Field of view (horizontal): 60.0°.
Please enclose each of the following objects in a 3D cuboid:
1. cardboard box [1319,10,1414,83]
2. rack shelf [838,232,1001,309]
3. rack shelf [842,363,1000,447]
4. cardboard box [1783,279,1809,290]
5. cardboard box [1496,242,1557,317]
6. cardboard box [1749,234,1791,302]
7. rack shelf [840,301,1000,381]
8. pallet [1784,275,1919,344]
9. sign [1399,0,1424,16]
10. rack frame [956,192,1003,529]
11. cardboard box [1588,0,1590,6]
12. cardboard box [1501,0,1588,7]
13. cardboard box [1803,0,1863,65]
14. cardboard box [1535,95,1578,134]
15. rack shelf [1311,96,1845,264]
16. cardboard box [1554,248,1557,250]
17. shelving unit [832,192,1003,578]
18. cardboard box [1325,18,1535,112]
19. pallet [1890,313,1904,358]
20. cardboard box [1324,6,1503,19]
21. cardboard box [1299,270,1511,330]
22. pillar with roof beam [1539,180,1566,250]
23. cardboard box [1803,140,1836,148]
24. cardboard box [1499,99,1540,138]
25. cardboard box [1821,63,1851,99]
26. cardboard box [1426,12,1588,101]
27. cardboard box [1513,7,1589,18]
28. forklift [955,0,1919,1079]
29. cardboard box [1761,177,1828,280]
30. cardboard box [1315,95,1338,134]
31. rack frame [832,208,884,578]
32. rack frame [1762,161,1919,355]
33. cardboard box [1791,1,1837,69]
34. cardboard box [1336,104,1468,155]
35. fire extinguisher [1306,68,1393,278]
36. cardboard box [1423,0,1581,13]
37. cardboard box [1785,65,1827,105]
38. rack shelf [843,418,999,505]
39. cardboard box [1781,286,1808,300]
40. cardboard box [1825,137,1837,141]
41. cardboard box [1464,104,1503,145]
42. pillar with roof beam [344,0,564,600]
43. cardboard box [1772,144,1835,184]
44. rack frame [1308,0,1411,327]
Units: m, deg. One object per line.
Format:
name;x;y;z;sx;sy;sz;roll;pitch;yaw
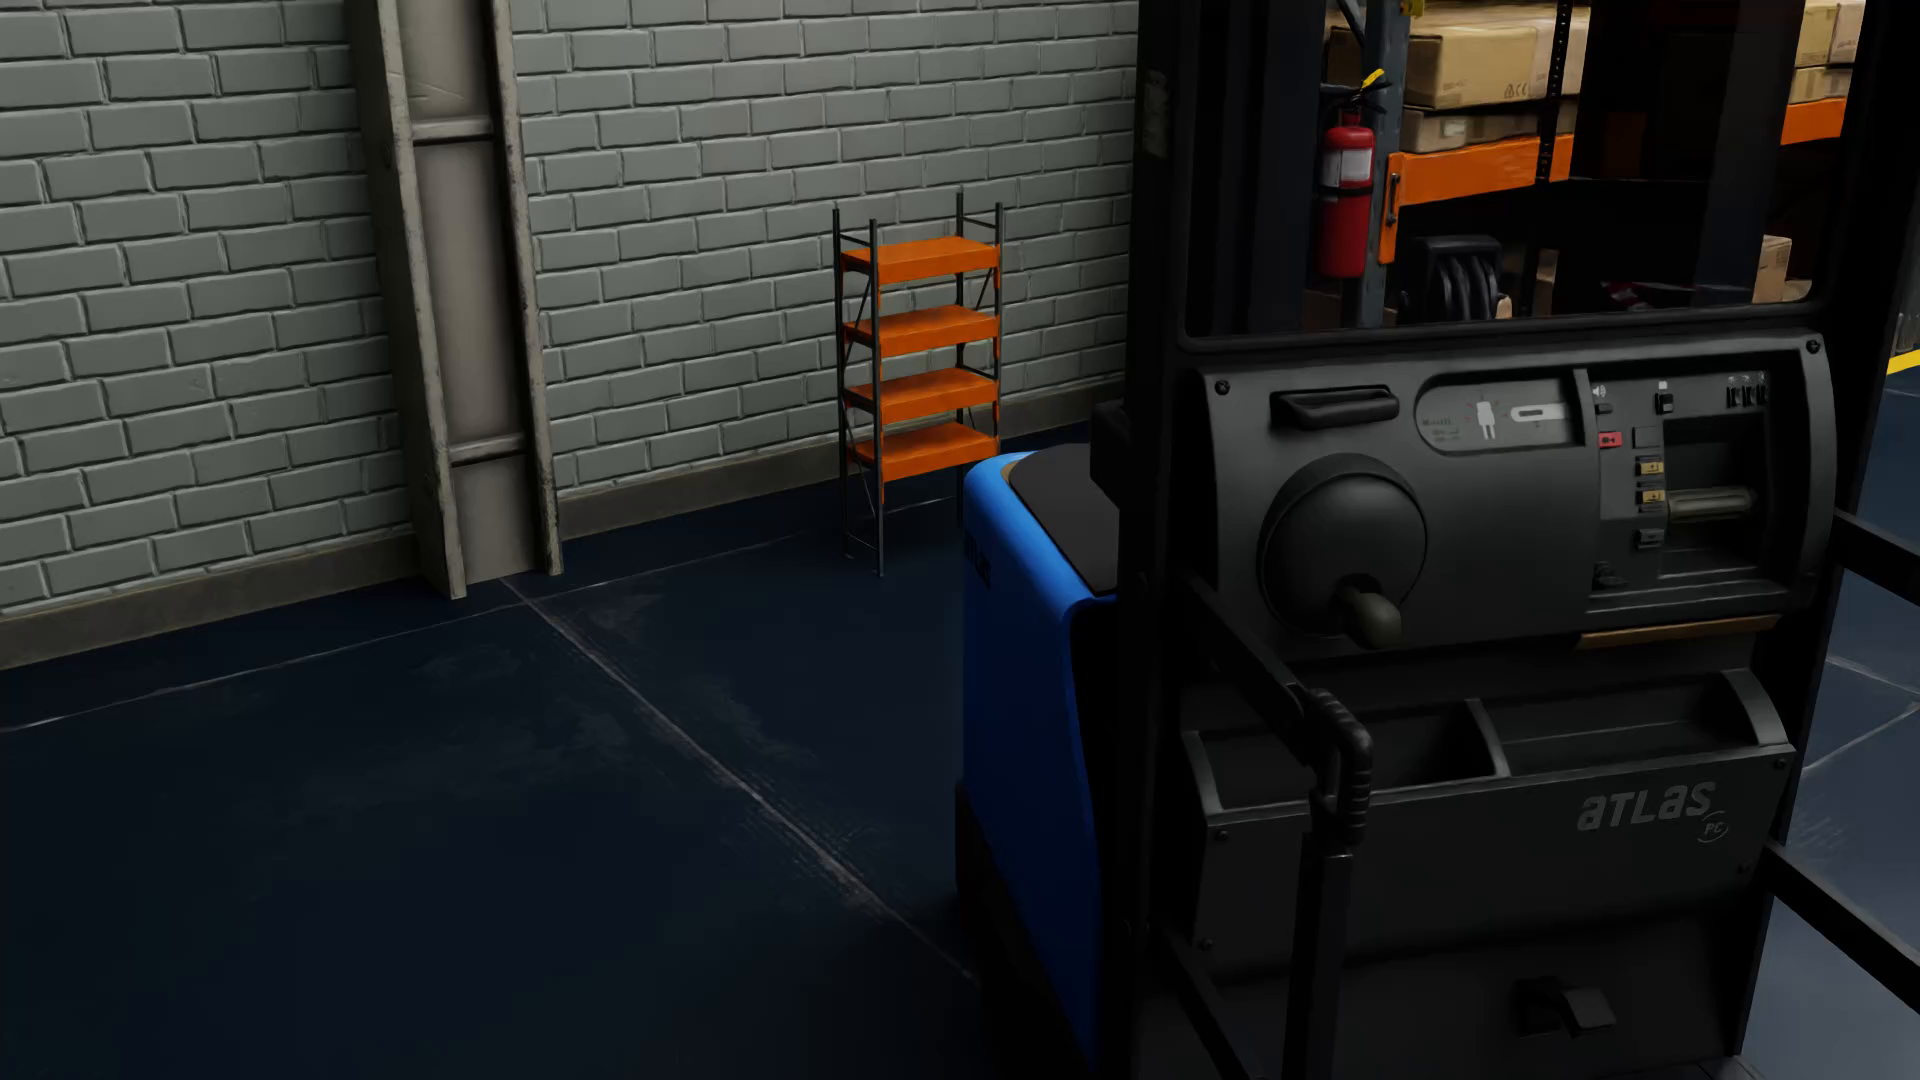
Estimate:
cardboard box;1.347;-1.847;6.279;0.500;0.250;0.500;-14;26;-31
rack shelf;-0.134;-0.886;5.439;0.480;0.148;0.258;-15;26;-33
rack shelf;-0.134;-0.459;5.609;0.480;0.148;0.258;-15;26;-33
cardboard box;4.095;-1.127;7.953;0.250;0.149;0.380;-16;27;-34
cardboard box;2.397;-0.910;6.937;0.500;0.500;0.700;-14;26;-31
cardboard box;3.240;-1.135;7.500;0.500;0.500;0.700;-16;27;-35
rack shelf;-0.134;-0.667;5.526;0.480;0.148;0.258;-15;26;-33
pallet;5.014;-1.357;9.013;1.213;0.211;1.003;-15;26;-33
sign;1.446;-1.838;5.287;0.005;0.325;0.100;-15;26;-33
rack frame;0.064;-0.574;5.717;0.015;1.200;0.240;-15;26;-33
cardboard box;2.872;-2.358;6.547;0.500;0.500;0.500;-14;26;-32
cardboard box;2.596;-2.177;7.106;0.500;0.250;0.500;-15;26;-33
cardboard box;3.707;-2.237;7.256;0.500;0.250;0.500;-15;26;-33
cardboard box;2.169;-1.644;6.307;0.250;0.149;0.380;-14;26;-31
rack shelf;2.752;-1.698;7.075;4.000;0.370;1.077;-15;26;-33
cardboard box;2.885;-0.995;7.148;0.500;0.500;0.500;-14;26;-32
shelving unit;-0.134;-0.521;5.584;0.503;1.200;0.258;-15;26;-33
cardboard box;1.654;-1.685;5.872;0.500;0.250;0.500;-15;26;-33
pallet;3.818;-1.021;8.171;1.213;0.211;1.003;-15;26;-33
cardboard box;1.766;-1.958;6.558;0.500;0.250;0.500;-15;26;-33
cardboard box;1.680;-0.739;6.502;0.637;0.503;0.797;-16;27;-35
pillar with roof beam;5.798;-4.077;3.971;0.400;9.000;9.100;-15;26;-33
cardboard box;4.716;-2.025;8.855;0.250;0.149;0.380;-15;26;-33
cardboard box;1.928;-1.607;6.216;0.250;0.149;0.380;-15;26;-34
cardboard box;3.640;-2.028;7.271;0.250;0.149;0.380;-14;26;-31
cardboard box;2.063;-1.794;6.146;0.500;0.250;0.500;-15;26;-32
cardboard box;2.473;-1.905;6.423;0.500;0.250;0.500;-16;26;-34
forklift;0.824;-0.051;2.069;1.130;2.935;3.031;-5;22;-12
cardboard box;4.601;-1.694;8.901;0.500;0.500;0.500;-15;26;-33
cardboard box;1.241;-1.635;6.285;0.250;0.149;0.380;-15;26;-33
rack frame;-0.332;-0.469;5.452;0.015;1.200;0.240;-15;26;-33
rack frame;4.376;-2.465;8.026;0.127;3.000;1.000;-15;26;-33
cardboard box;3.294;-2.133;6.995;0.500;0.250;0.500;-15;26;-33
cardboard box;1.556;-1.471;5.875;0.250;0.149;0.380;-15;26;-33
fire extinguisher;1.279;-1.219;5.512;0.183;0.674;0.296;-15;26;-33
cardboard box;2.171;-2.064;6.823;0.500;0.250;0.500;-14;26;-31
cardboard box;3.449;-1.964;7.111;0.250;0.149;0.380;-15;26;-34
rack shelf;-0.134;-0.275;5.683;0.480;0.148;0.258;-15;26;-33
cardboard box;3.805;-1.104;7.738;0.258;0.266;0.396;-14;26;-31
cardboard box;4.909;-2.080;8.993;0.250;0.149;0.380;-15;26;-32
cardboard box;1.735;-1.540;6.047;0.250;0.149;0.380;-14;26;-32
pillar with roof beam;0.928;-2.778;0.716;0.400;9.000;9.100;-15;26;-33
cardboard box;4.506;-1.967;8.708;0.250;0.149;0.380;-16;27;-35
rack frame;1.129;-1.599;5.856;0.127;3.000;1.000;-15;26;-33
